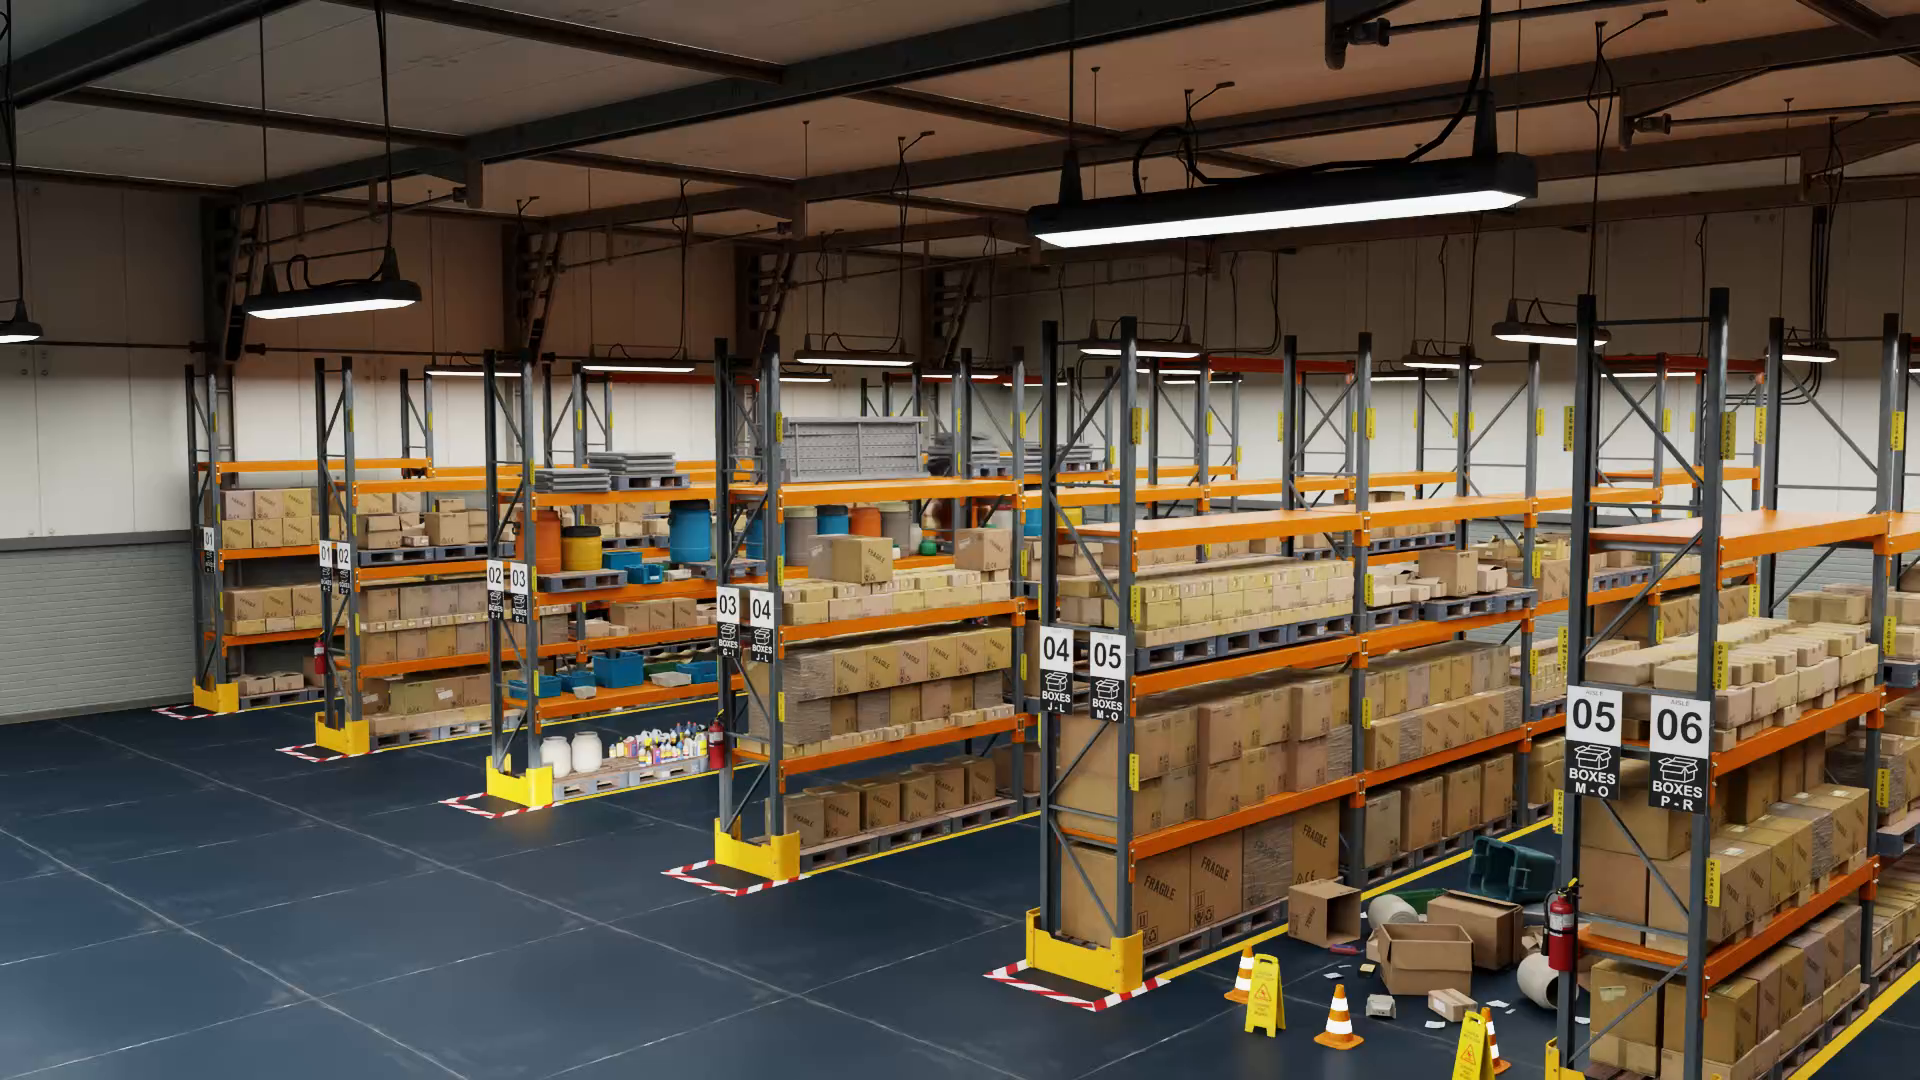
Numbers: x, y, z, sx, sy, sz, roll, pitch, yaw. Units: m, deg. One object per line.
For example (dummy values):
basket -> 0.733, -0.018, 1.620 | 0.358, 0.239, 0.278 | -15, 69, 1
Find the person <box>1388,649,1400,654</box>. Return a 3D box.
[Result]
person -> 6.128, 2.450, 23.922 | 0.634, 1.783, 0.502 | -3, 5, -33
